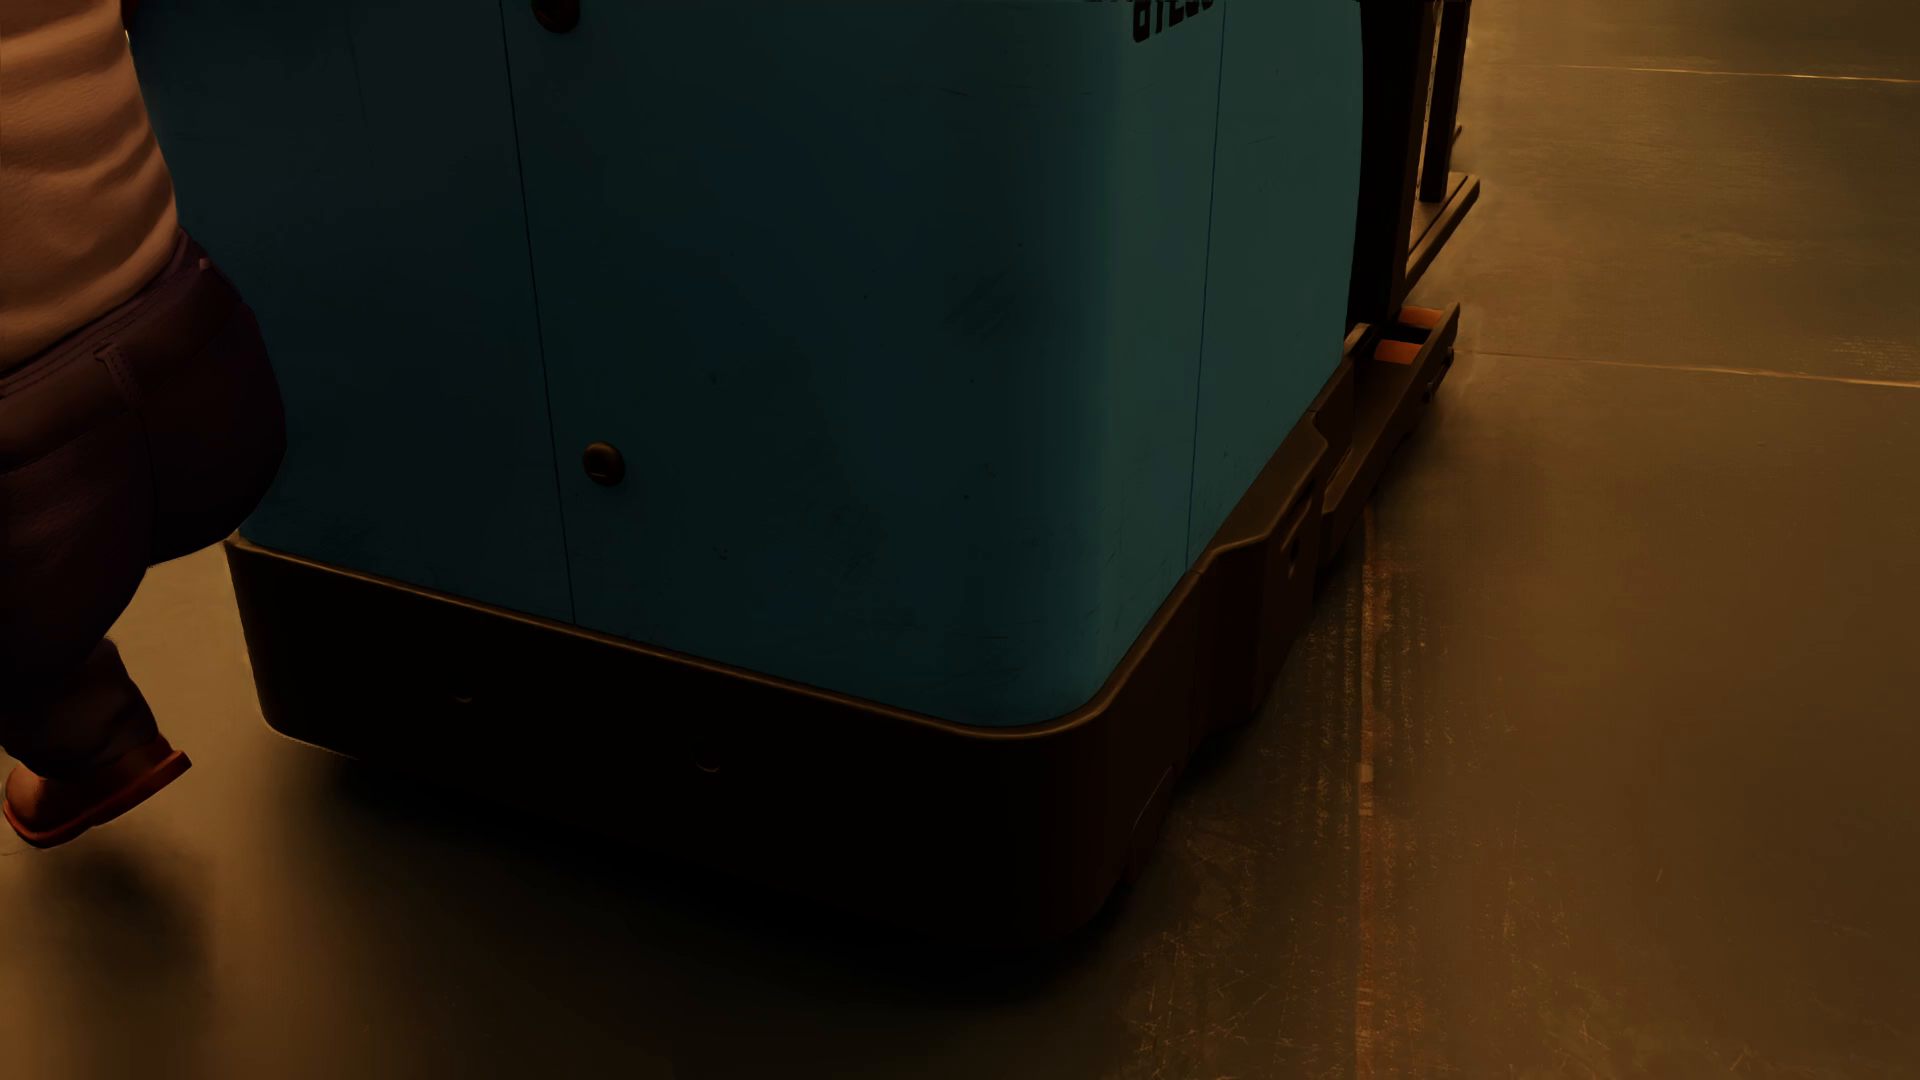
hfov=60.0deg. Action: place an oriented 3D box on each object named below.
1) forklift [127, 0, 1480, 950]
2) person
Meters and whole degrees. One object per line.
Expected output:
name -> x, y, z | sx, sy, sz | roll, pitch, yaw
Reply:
forklift -> 0.254, -1.559, 2.336 | 1.130, 2.935, 3.031 | 12, 29, 22
person -> -0.934, -0.159, 1.292 | 0.775, 1.432, 0.885 | 8, 28, 16
